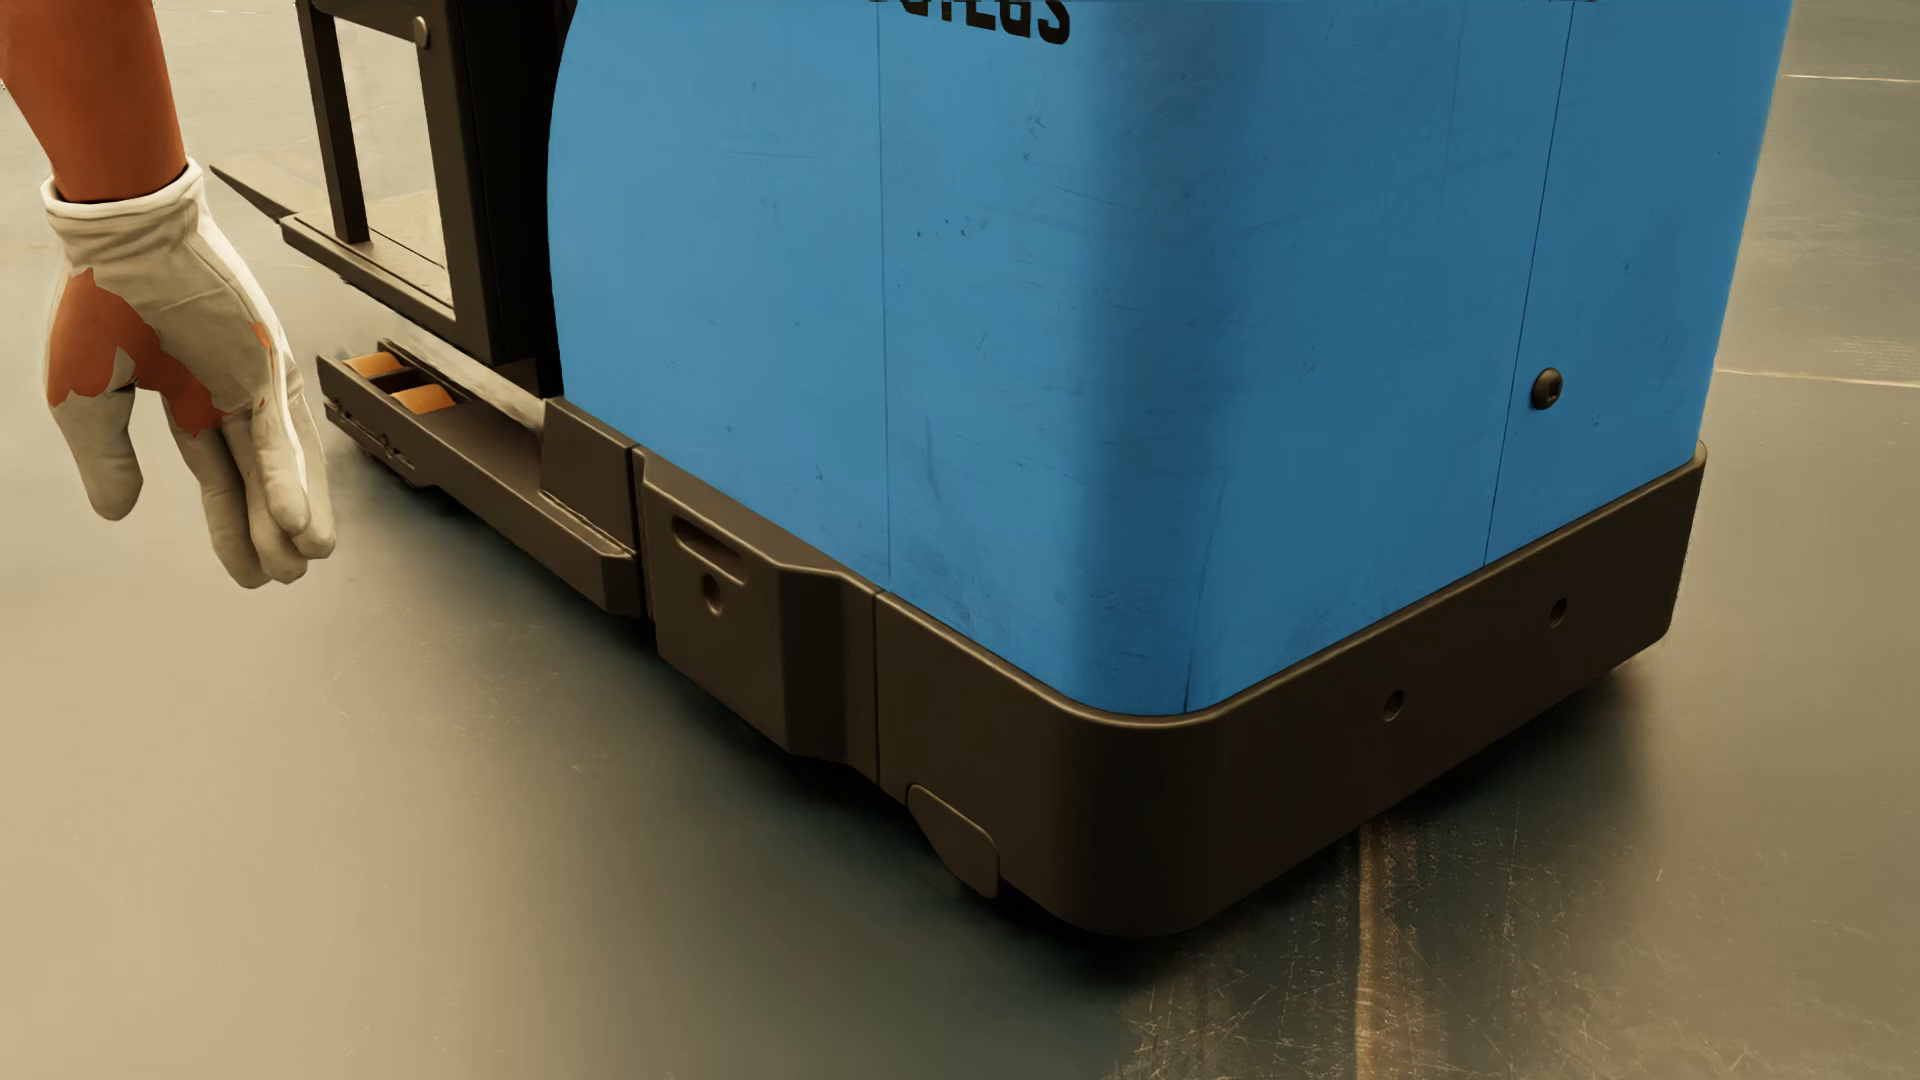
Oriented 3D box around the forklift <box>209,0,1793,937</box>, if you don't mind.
[{"bbox_3d":[-0.418,-1.518,2.256,1.130,2.935,3.031,-21,33,-35],"label":"forklift"}]
